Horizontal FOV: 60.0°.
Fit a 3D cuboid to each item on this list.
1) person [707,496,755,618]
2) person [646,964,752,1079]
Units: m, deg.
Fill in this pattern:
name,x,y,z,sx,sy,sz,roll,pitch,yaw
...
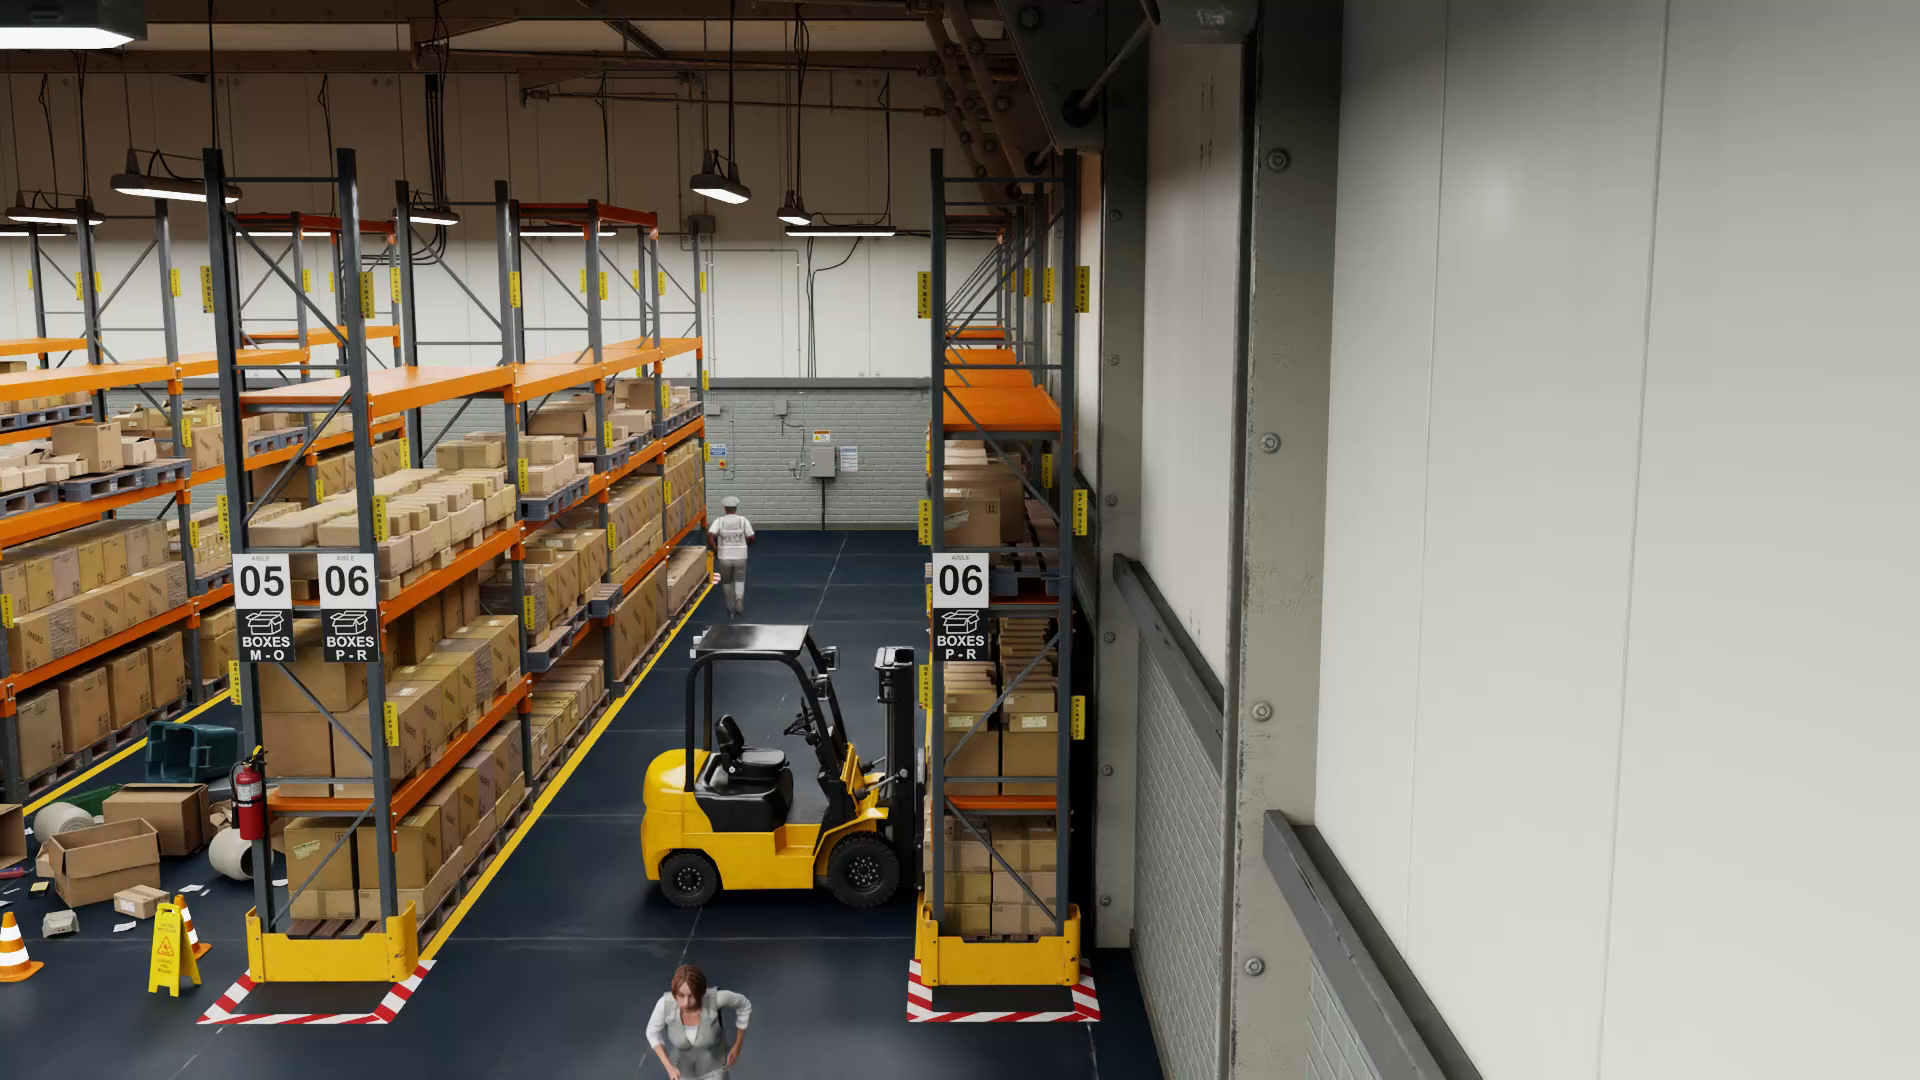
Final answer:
name,x,y,z,sx,sy,sz,roll,pitch,yaw
person,-3.227,0.287,23.492,0.672,1.811,0.813,-1,9,-8
person,-1.443,2.973,9.301,0.575,1.546,0.919,-1,9,-4
